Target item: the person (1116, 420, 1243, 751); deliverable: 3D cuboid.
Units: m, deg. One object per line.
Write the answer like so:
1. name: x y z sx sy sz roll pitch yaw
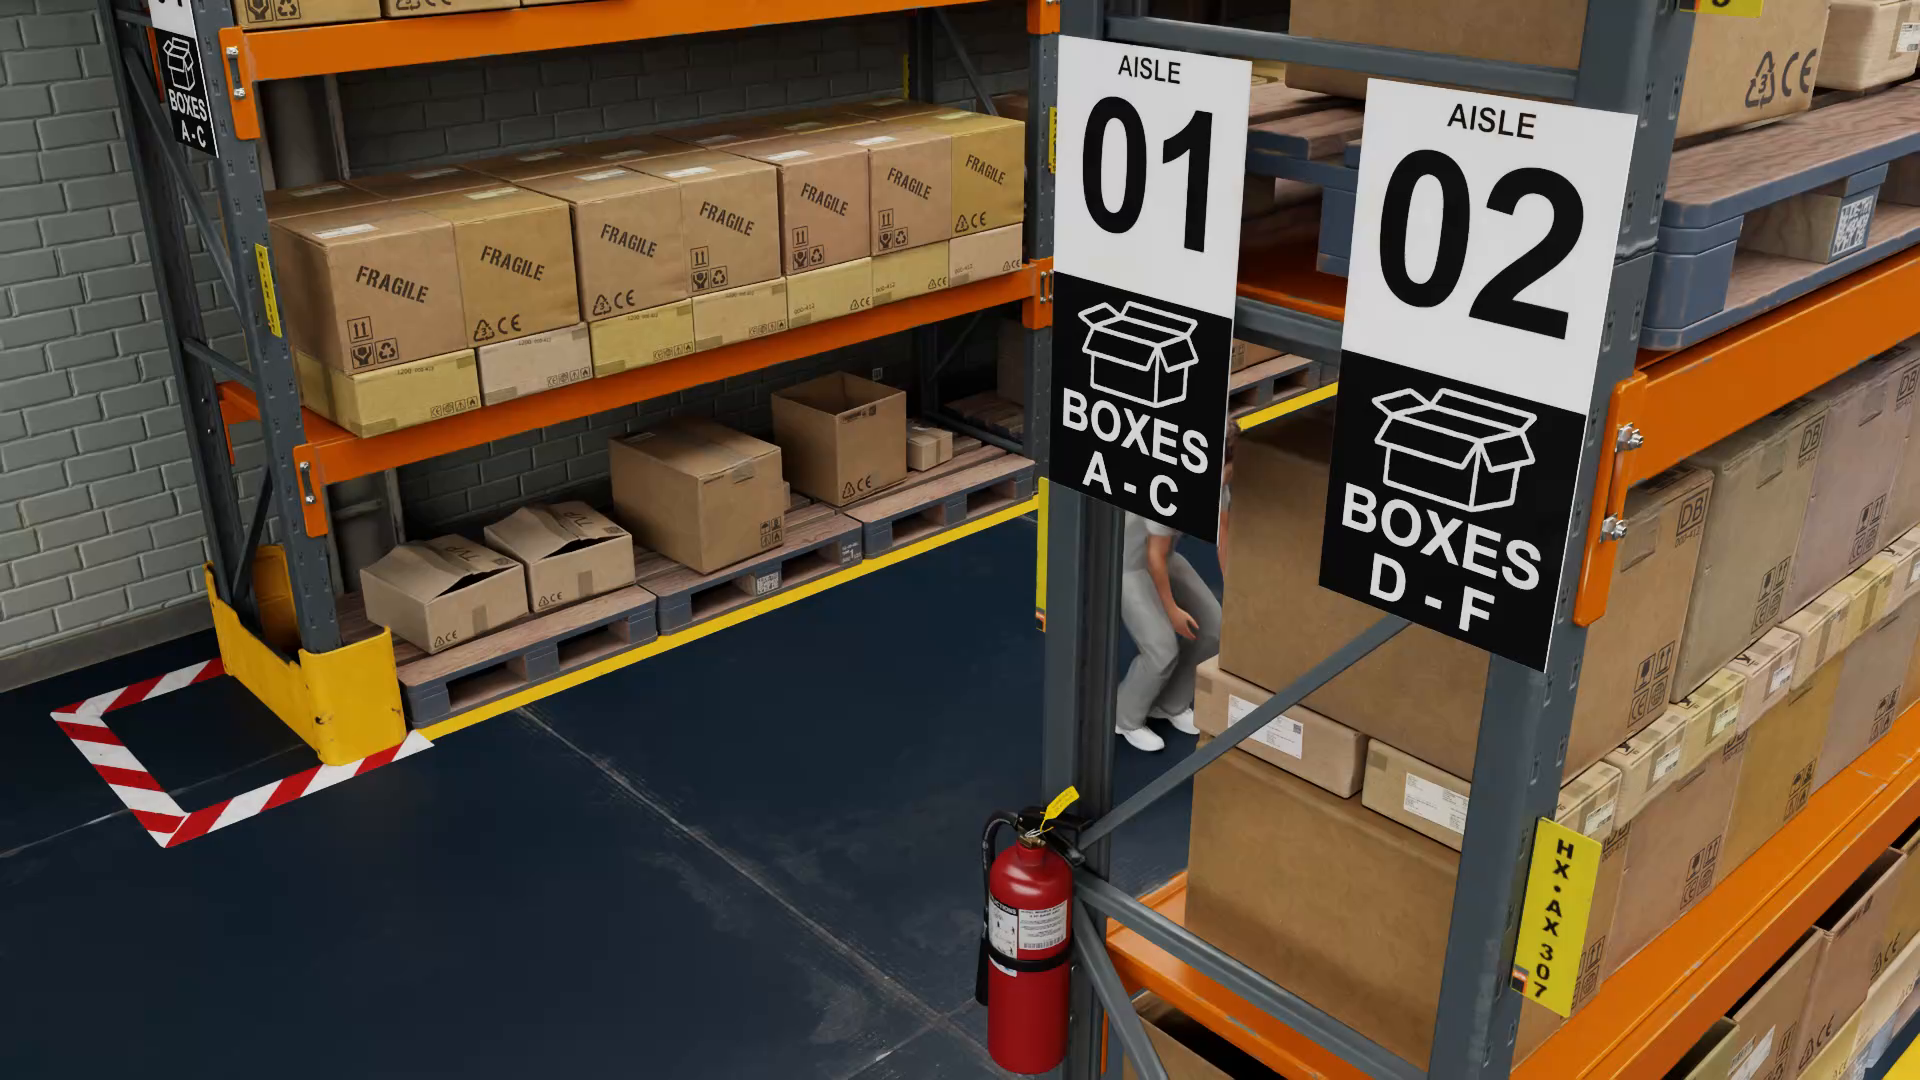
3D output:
1. person: 0.856 0.144 6.609 0.490 1.417 0.616 -21 32 -38
